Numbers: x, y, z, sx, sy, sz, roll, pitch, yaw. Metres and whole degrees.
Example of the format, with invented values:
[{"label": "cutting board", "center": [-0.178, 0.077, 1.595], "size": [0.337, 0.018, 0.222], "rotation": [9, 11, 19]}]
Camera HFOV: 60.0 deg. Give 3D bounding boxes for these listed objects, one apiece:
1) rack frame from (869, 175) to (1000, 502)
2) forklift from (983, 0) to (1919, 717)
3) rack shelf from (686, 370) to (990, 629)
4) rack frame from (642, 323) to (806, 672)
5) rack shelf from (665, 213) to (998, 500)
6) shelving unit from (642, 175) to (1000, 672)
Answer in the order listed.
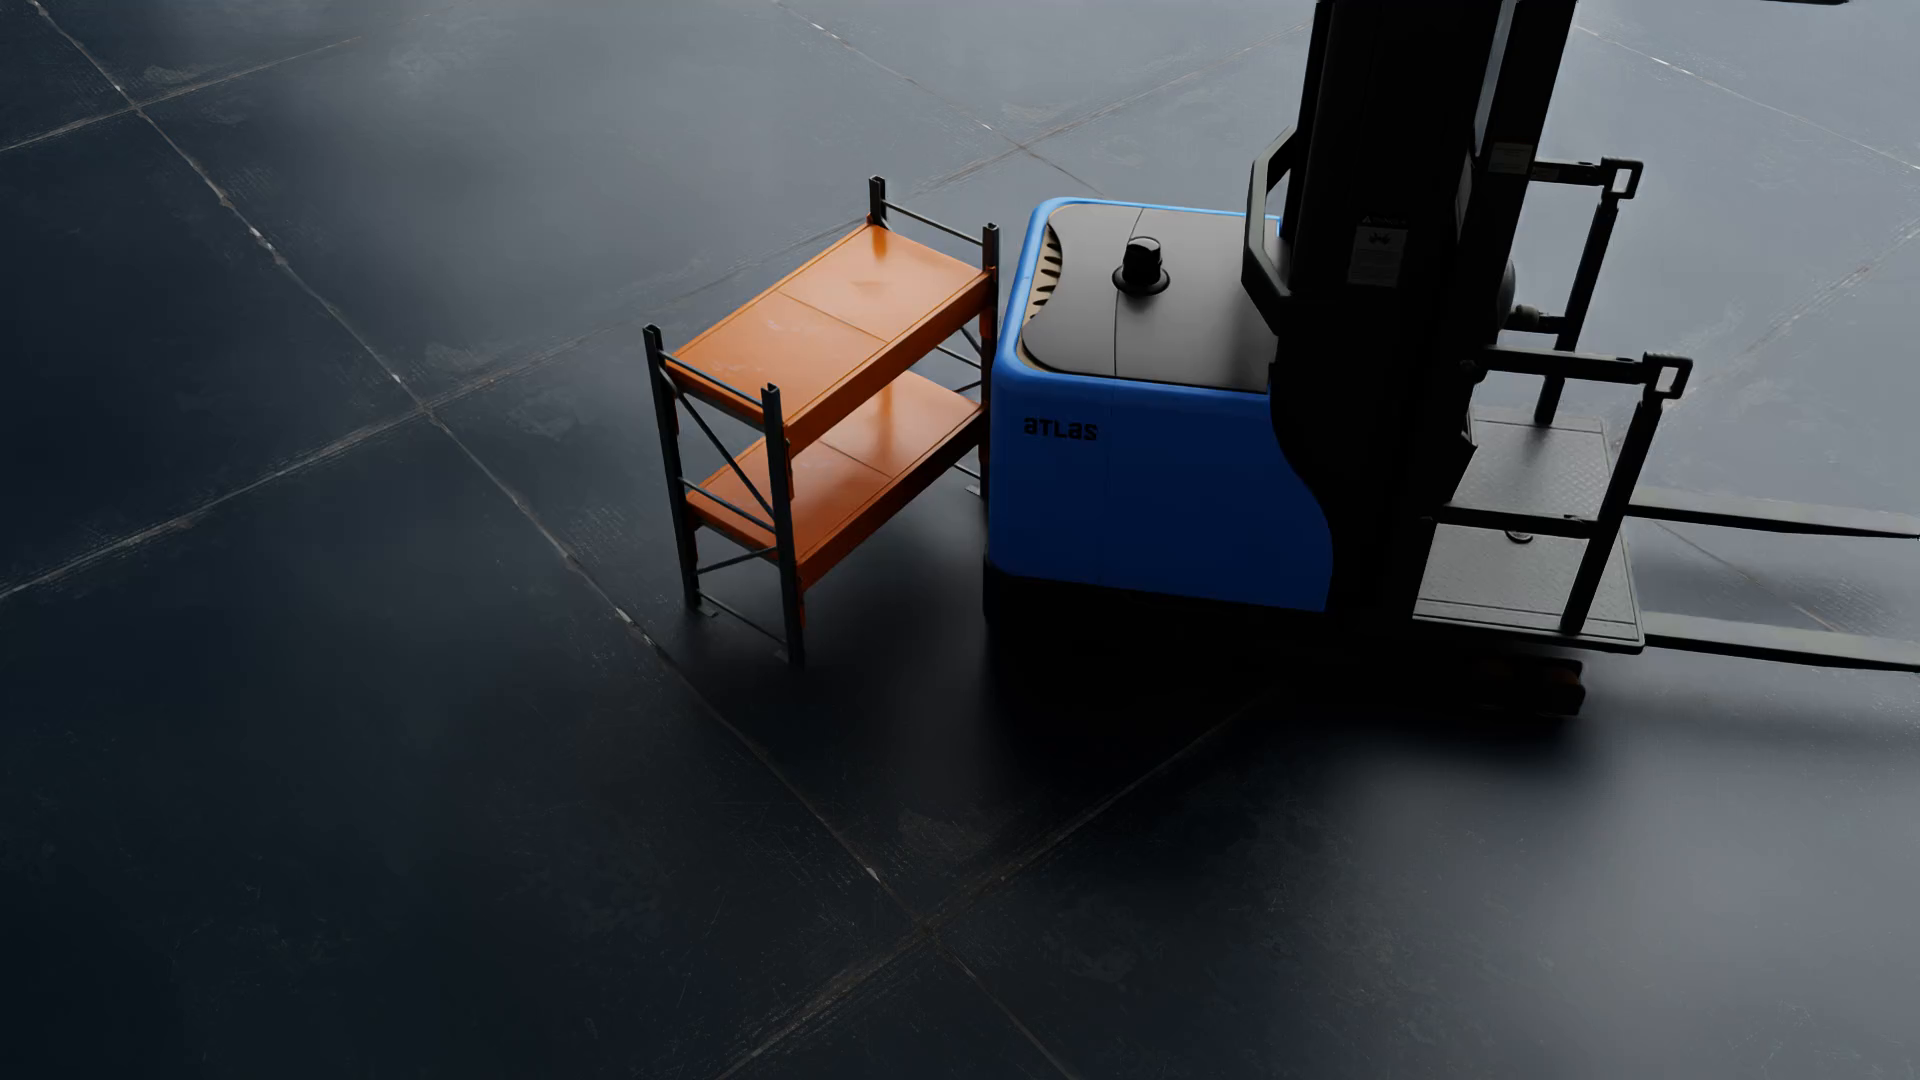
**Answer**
[{"label": "rack frame", "center": [-0.085, -0.656, 5.626], "size": [0.500, 1.125, 0.032], "rotation": [28, 50, 26]}, {"label": "forklift", "center": [1.640, -0.912, 4.580], "size": [3.031, 2.935, 1.130], "rotation": [7, 44, 7]}, {"label": "rack shelf", "center": [-0.393, -0.201, 5.499], "size": [0.538, 0.278, 1.000], "rotation": [28, 50, 26]}, {"label": "rack frame", "center": [-0.701, -0.102, 5.037], "size": [0.500, 1.125, 0.032], "rotation": [28, 50, 26]}, {"label": "rack shelf", "center": [-0.393, -0.592, 5.131], "size": [0.538, 0.278, 1.000], "rotation": [28, 50, 26]}, {"label": "shelving unit", "center": [-0.393, -0.379, 5.332], "size": [0.538, 1.125, 1.048], "rotation": [28, 50, 26]}]
